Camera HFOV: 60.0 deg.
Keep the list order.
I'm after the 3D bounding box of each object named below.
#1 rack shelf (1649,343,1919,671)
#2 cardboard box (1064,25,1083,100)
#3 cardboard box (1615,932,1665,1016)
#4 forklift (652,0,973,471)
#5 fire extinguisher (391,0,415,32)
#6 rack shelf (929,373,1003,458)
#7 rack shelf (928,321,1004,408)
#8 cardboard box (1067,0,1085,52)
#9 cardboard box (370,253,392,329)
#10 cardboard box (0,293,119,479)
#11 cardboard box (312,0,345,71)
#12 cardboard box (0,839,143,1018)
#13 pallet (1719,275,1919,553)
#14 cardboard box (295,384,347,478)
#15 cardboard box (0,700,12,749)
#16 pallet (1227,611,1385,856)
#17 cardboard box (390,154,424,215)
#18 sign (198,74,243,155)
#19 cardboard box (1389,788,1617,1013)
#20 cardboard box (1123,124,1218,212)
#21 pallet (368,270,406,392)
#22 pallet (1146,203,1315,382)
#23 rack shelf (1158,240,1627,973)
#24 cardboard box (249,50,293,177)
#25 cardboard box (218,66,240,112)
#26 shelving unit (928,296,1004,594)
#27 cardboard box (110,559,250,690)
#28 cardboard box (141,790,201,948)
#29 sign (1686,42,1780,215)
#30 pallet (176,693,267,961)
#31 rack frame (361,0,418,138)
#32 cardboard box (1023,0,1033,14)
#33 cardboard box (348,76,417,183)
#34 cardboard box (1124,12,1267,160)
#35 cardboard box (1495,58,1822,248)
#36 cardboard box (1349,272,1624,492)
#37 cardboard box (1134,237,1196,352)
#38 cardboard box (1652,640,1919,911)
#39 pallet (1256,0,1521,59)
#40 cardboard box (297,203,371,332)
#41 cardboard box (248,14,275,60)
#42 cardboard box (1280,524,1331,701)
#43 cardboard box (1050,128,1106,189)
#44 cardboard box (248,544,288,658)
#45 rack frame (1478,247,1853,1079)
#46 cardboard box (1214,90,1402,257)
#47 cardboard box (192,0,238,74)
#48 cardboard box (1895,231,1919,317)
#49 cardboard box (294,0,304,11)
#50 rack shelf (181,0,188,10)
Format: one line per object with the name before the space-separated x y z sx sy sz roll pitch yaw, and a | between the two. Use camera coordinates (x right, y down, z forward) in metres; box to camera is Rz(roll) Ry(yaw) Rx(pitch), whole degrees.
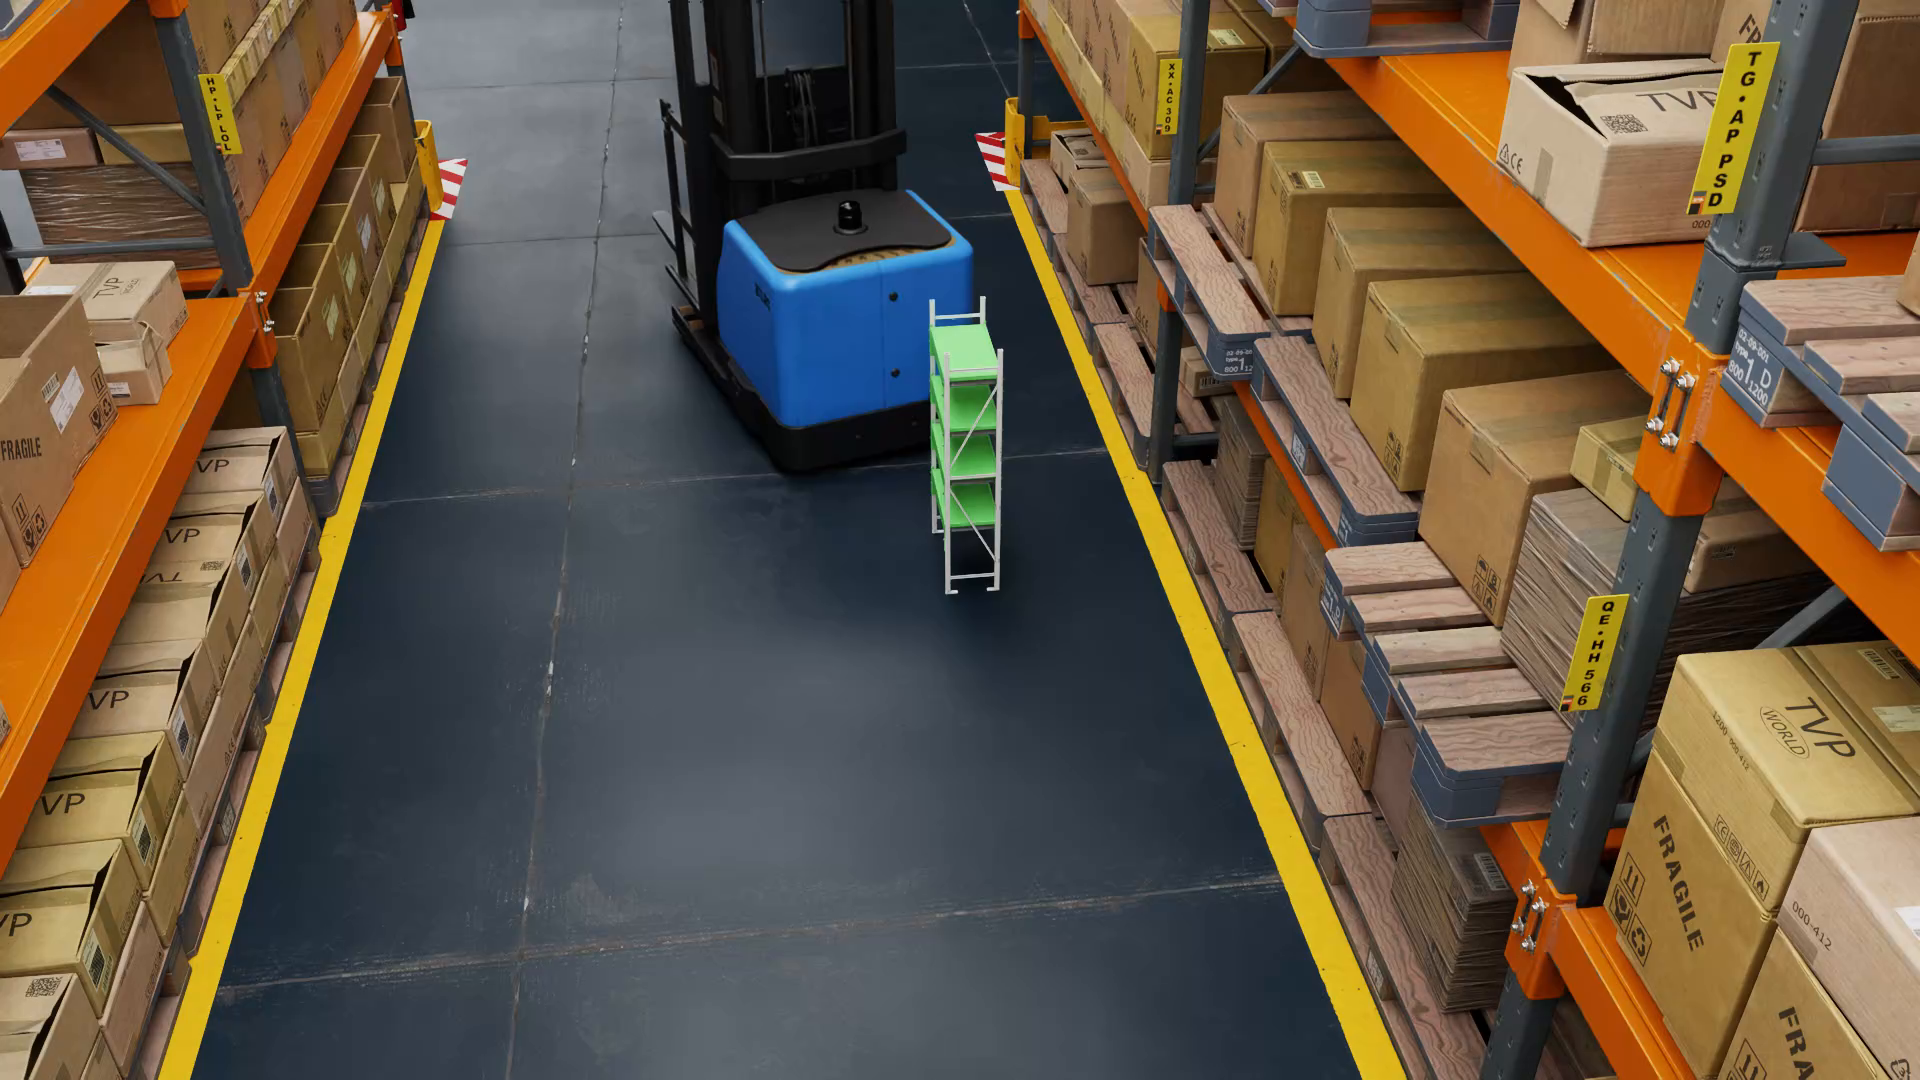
rack shelf | 2.237 0.831 1.842 1.077 0.370 4.000 -4 35 -6
cardboard box | 0.855 -2.601 9.019 0.500 0.250 0.500 -4 34 -6
cardboard box | 1.783 0.954 3.892 0.380 0.149 0.250 -5 35 -7
forklift | -0.985 -2.368 8.623 1.130 2.935 3.031 -14 37 -20
fire extinguisher | -3.572 -3.499 10.289 0.296 0.674 0.183 -4 35 -6
rack shelf | 0.022 -0.549 7.177 0.258 0.148 0.480 -4 35 -6
rack shelf | 0.022 -0.747 7.042 0.258 0.148 0.480 -4 35 -6
cardboard box | 0.859 -2.921 8.823 0.500 0.500 0.500 -3 34 -5
cardboard box | -3.438 -1.354 9.142 0.500 0.250 0.500 -4 35 -6
cardboard box | -3.320 -0.515 5.754 0.500 0.500 0.500 -2 34 -3
cardboard box | -3.891 -2.917 9.278 0.700 0.500 0.500 -4 34 -5
cardboard box | -2.799 1.159 4.957 0.500 0.311 0.500 -5 35 -8
pallet | 2.107 -0.149 2.809 1.213 0.211 1.003 -3 34 -4
cardboard box | -3.240 -0.517 7.913 0.500 0.250 0.500 -4 35 -6
cardboard box | -2.869 0.558 4.347 0.500 0.311 0.500 -5 35 -7
pallet | 1.704 0.694 6.544 1.003 0.211 1.213 -4 35 -6
cardboard box | -3.651 -2.190 10.369 0.500 0.250 0.500 -4 35 -6
sign | -2.942 -1.690 6.608 0.100 0.325 0.005 -4 35 -6
cardboard box | 1.819 1.111 5.286 0.700 0.500 0.500 -4 34 -6
cardboard box | 1.066 -1.763 7.788 0.500 0.250 0.500 -4 35 -6
pallet | -3.711 -1.175 9.286 1.003 0.211 1.213 -4 35 -6
pallet | 1.389 -1.058 6.809 1.003 0.211 1.213 -4 35 -6
rack shelf | 1.699 -0.162 5.962 1.077 0.370 4.000 -4 35 -6
cardboard box | -3.685 -2.060 8.021 0.700 0.500 0.500 -4 34 -6
cardboard box | -3.393 -1.956 7.291 0.380 0.149 0.250 -5 35 -8
shelving unit | 0.022 -0.403 7.277 0.258 1.200 0.503 -4 35 -6
cardboard box | -2.999 0.306 6.208 0.500 0.311 0.500 -4 35 -7
cardboard box | -2.864 1.113 5.522 0.500 0.250 0.500 -5 35 -8
sign | 1.430 -0.756 3.073 0.100 0.325 0.005 -4 35 -6
pallet | -3.173 1.045 6.029 1.003 0.211 1.213 -4 35 -6
rack frame | -4.016 -3.430 10.119 1.000 3.000 0.127 -4 35 -6
cardboard box | 0.643 -3.457 10.274 0.500 0.250 0.500 -5 35 -8
cardboard box | -3.649 -2.500 10.158 0.500 0.500 0.500 -4 35 -6
cardboard box | 1.060 -2.071 7.575 0.500 0.500 0.500 -4 35 -6
cardboard box | 1.604 -0.935 3.856 0.500 0.311 0.500 -4 35 -6
cardboard box | 1.705 -0.521 5.371 0.700 0.500 0.500 -4 35 -6
cardboard box | 1.251 -1.300 8.823 0.500 0.500 0.500 -7 35 -10
cardboard box | 1.777 0.464 3.369 0.500 0.250 0.500 -4 34 -5
pallet | 1.550 -1.806 5.239 1.213 0.211 1.003 -4 35 -6
cardboard box | -3.365 -1.385 8.522 0.500 0.500 0.500 -4 35 -6
cardboard box | -3.500 -2.390 7.929 0.380 0.149 0.250 -5 35 -8
cardboard box | 1.693 0.258 6.537 0.700 0.500 0.500 -4 34 -6
cardboard box | 0.896 -2.485 10.729 0.500 0.311 0.500 -8 35 -12
cardboard box | -3.069 0.257 6.778 0.500 0.250 0.500 -5 35 -7
rack frame | 1.968 0.657 4.122 1.000 3.000 0.127 -4 35 -6
cardboard box | 1.465 -1.511 6.825 0.700 0.500 0.500 -4 35 -6
cardboard box | -3.613 -2.304 7.227 0.700 0.500 0.500 -4 35 -6
cardboard box | 2.089 -0.544 2.742 0.700 0.500 0.500 -7 35 -10
cardboard box | -3.600 -2.818 8.557 0.380 0.149 0.250 -3 34 -5
rack shelf | -3.747 -3.256 7.839 1.077 0.370 4.000 -4 35 -6
